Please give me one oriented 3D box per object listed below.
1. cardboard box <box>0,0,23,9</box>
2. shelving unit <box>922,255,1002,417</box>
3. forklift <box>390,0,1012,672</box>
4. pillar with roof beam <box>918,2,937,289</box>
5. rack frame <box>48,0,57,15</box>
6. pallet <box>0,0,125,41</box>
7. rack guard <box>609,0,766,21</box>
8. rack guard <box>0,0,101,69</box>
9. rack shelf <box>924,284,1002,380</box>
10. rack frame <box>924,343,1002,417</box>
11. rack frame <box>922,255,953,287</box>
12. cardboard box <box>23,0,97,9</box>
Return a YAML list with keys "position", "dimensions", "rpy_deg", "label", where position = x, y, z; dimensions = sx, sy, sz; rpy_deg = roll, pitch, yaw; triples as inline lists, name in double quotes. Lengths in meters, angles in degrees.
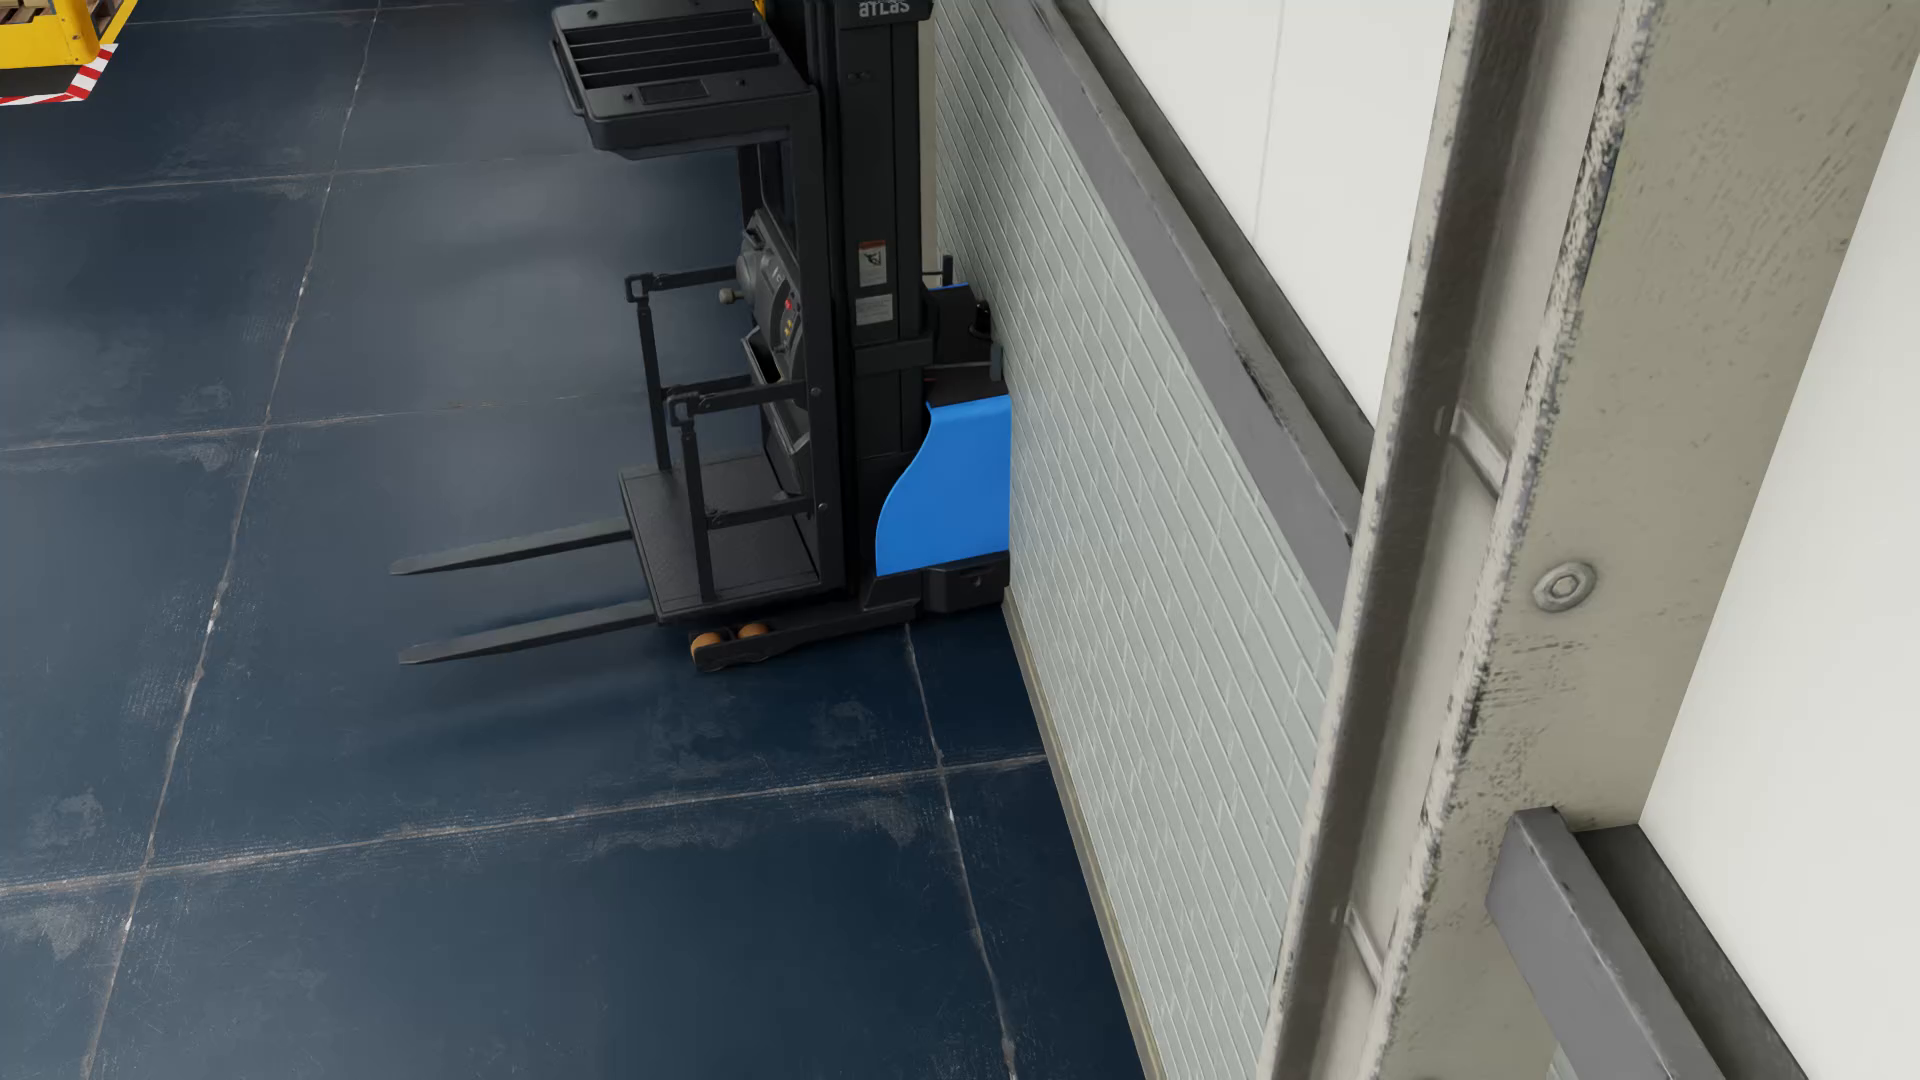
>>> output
- position: [-7.408, -4.248, 12.671]
  dimensions: [0.500, 0.250, 0.500]
  rpy_deg: [-6, 38, -8]
  label: "cardboard box"
- position: [-0.191, -0.541, 7.424]
  dimensions: [0.538, 1.125, 1.048]
  rpy_deg: [-5, 31, -11]
  label: "shelving unit"
- position: [-0.942, -0.966, 6.605]
  dimensions: [3.031, 2.935, 1.130]
  rpy_deg: [-11, 39, -14]
  label: "forklift"
- position: [-4.532, -4.029, 5.602]
  dimensions: [9.100, 9.000, 0.400]
  rpy_deg: [-6, 38, -8]
  label: "pillar with roof beam"
- position: [-6.997, -4.694, 11.347]
  dimensions: [1.000, 3.000, 0.127]
  rpy_deg: [-6, 38, -8]
  label: "rack frame"
- position: [-7.118, -4.133, 12.898]
  dimensions: [1.003, 0.211, 1.213]
  rpy_deg: [-6, 38, -8]
  label: "pallet"
- position: [-2.107, -4.228, 12.785]
  dimensions: [1.175, 0.500, 0.348]
  rpy_deg: [-6, 38, -8]
  label: "rack guard"
- position: [-7.011, -3.753, 12.173]
  dimensions: [1.175, 0.500, 0.348]
  rpy_deg: [-6, 38, -8]
  label: "rack guard"
- position: [-0.184, -0.794, 7.276]
  dimensions: [0.538, 0.278, 1.000]
  rpy_deg: [-5, 31, -11]
  label: "rack shelf"
- position: [-0.089, -0.288, 6.995]
  dimensions: [0.500, 1.125, 0.032]
  rpy_deg: [-5, 31, -11]
  label: "rack frame"
- position: [-0.293, -0.795, 7.853]
  dimensions: [0.500, 1.125, 0.032]
  rpy_deg: [-5, 31, -11]
  label: "rack frame"
- position: [-6.866, -4.291, 12.727]
  dimensions: [0.500, 0.250, 0.500]
  rpy_deg: [-7, 38, -8]
  label: "cardboard box"
